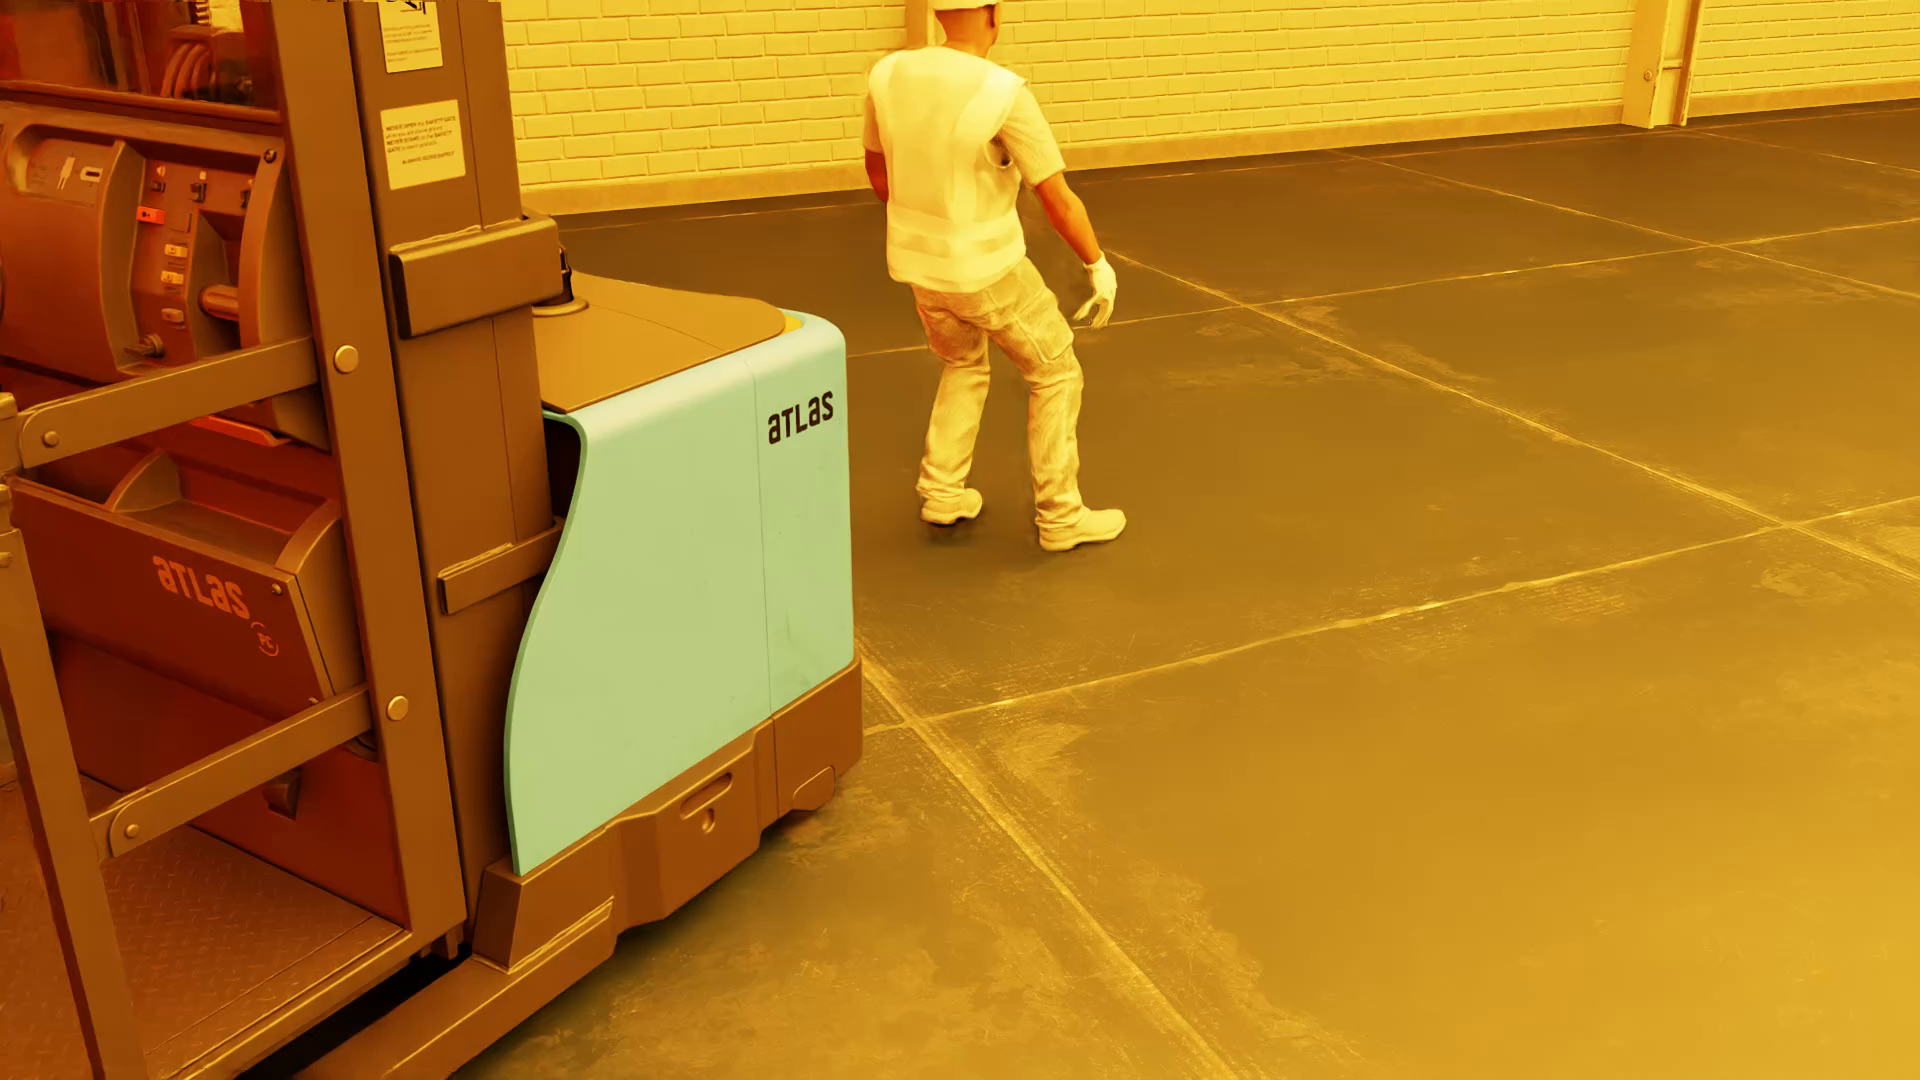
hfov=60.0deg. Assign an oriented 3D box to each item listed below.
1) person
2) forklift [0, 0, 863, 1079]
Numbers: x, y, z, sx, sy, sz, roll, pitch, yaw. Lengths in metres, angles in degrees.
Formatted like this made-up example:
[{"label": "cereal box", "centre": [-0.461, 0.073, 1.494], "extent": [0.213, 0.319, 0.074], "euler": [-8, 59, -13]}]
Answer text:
[{"label": "person", "centre": [0.089, -0.828, 4.861], "extent": [0.773, 1.727, 0.523], "euler": [17, 28, 35]}, {"label": "forklift", "centre": [-1.438, -0.440, 2.346], "extent": [1.130, 2.935, 3.031], "euler": [14, 26, 30]}]
